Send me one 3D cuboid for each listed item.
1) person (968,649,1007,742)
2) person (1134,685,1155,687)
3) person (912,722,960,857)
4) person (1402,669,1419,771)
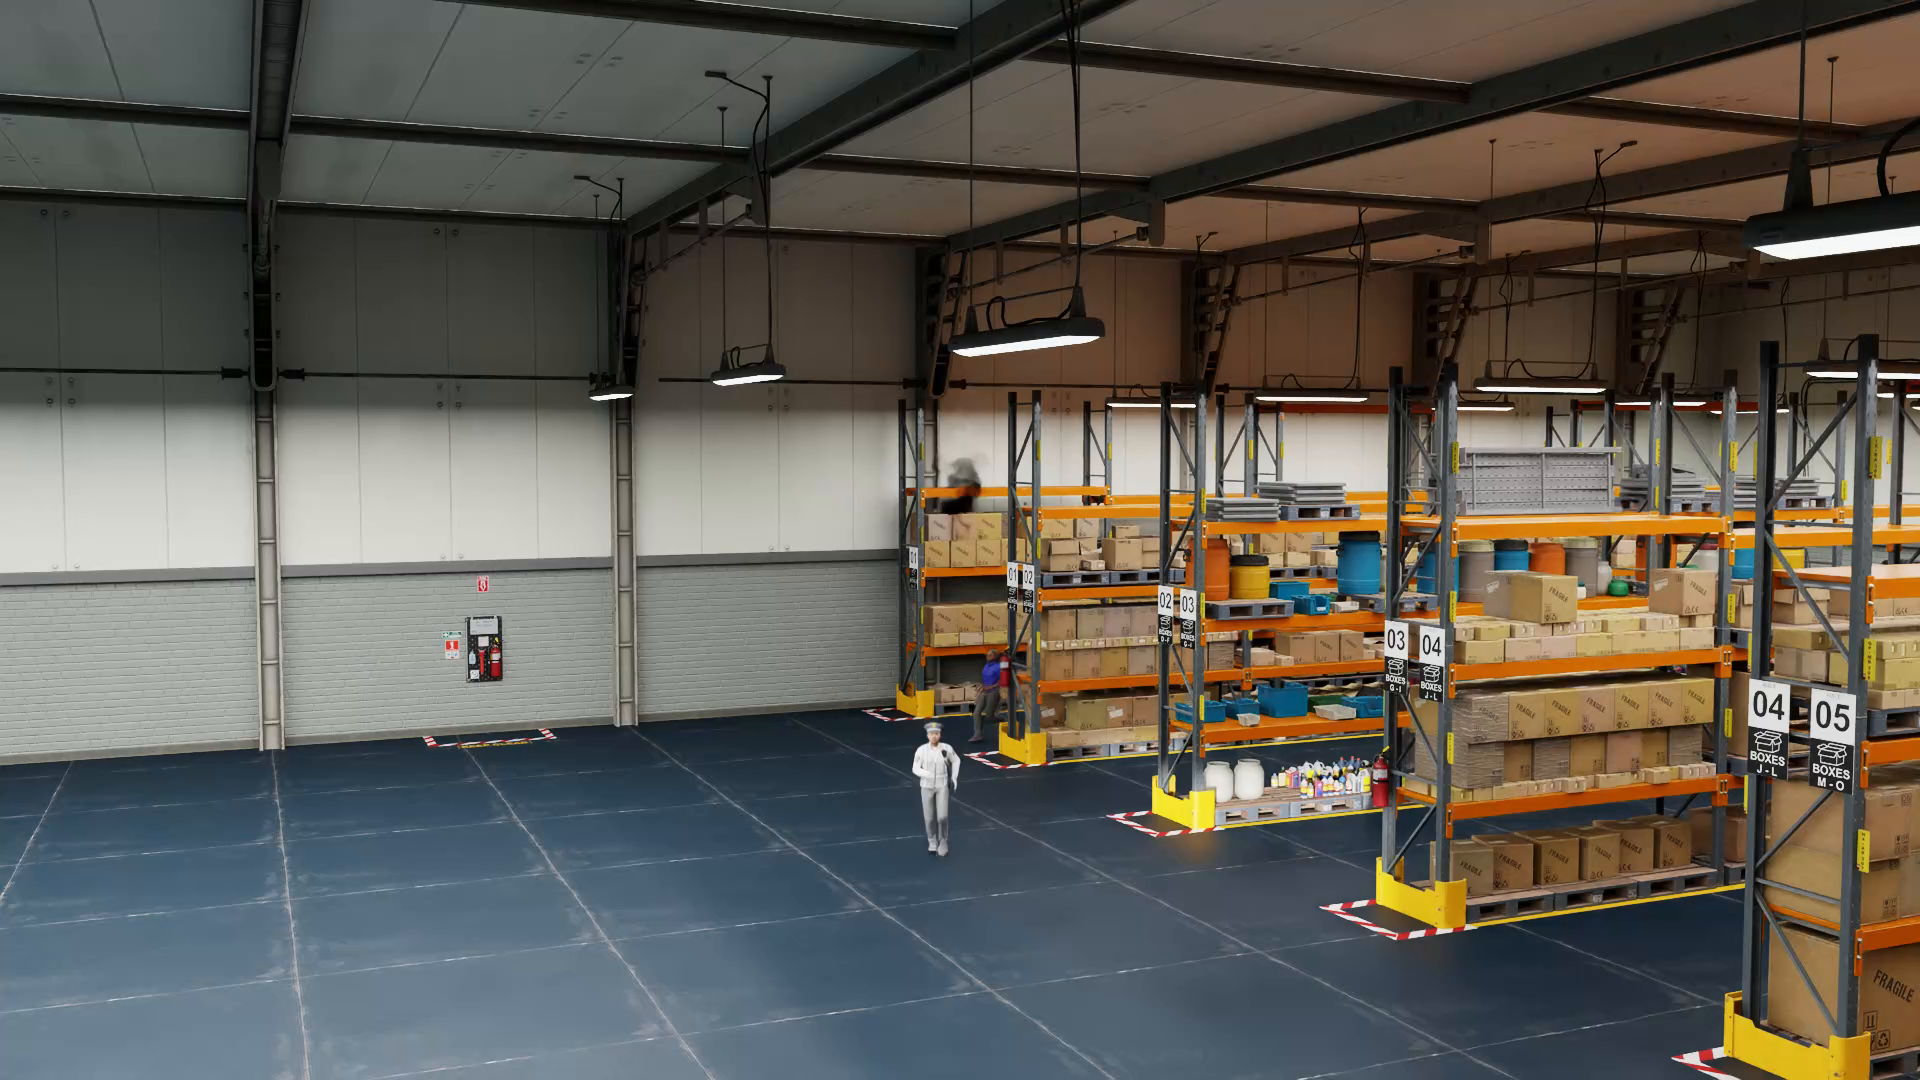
[{"bbox_3d":[0.555,2.685,28.683,0.795,1.620,0.616,-2,4,-36],"label":"person"},{"bbox_3d":[3.337,2.553,29.720,0.616,1.736,0.714,-2,4,-35],"label":"person"},{"bbox_3d":[-0.299,3.103,20.723,0.583,1.685,0.661,0,3,2],"label":"person"},{"bbox_3d":[7.078,2.782,26.279,0.678,1.705,0.544,-2,4,-25],"label":"person"}]
